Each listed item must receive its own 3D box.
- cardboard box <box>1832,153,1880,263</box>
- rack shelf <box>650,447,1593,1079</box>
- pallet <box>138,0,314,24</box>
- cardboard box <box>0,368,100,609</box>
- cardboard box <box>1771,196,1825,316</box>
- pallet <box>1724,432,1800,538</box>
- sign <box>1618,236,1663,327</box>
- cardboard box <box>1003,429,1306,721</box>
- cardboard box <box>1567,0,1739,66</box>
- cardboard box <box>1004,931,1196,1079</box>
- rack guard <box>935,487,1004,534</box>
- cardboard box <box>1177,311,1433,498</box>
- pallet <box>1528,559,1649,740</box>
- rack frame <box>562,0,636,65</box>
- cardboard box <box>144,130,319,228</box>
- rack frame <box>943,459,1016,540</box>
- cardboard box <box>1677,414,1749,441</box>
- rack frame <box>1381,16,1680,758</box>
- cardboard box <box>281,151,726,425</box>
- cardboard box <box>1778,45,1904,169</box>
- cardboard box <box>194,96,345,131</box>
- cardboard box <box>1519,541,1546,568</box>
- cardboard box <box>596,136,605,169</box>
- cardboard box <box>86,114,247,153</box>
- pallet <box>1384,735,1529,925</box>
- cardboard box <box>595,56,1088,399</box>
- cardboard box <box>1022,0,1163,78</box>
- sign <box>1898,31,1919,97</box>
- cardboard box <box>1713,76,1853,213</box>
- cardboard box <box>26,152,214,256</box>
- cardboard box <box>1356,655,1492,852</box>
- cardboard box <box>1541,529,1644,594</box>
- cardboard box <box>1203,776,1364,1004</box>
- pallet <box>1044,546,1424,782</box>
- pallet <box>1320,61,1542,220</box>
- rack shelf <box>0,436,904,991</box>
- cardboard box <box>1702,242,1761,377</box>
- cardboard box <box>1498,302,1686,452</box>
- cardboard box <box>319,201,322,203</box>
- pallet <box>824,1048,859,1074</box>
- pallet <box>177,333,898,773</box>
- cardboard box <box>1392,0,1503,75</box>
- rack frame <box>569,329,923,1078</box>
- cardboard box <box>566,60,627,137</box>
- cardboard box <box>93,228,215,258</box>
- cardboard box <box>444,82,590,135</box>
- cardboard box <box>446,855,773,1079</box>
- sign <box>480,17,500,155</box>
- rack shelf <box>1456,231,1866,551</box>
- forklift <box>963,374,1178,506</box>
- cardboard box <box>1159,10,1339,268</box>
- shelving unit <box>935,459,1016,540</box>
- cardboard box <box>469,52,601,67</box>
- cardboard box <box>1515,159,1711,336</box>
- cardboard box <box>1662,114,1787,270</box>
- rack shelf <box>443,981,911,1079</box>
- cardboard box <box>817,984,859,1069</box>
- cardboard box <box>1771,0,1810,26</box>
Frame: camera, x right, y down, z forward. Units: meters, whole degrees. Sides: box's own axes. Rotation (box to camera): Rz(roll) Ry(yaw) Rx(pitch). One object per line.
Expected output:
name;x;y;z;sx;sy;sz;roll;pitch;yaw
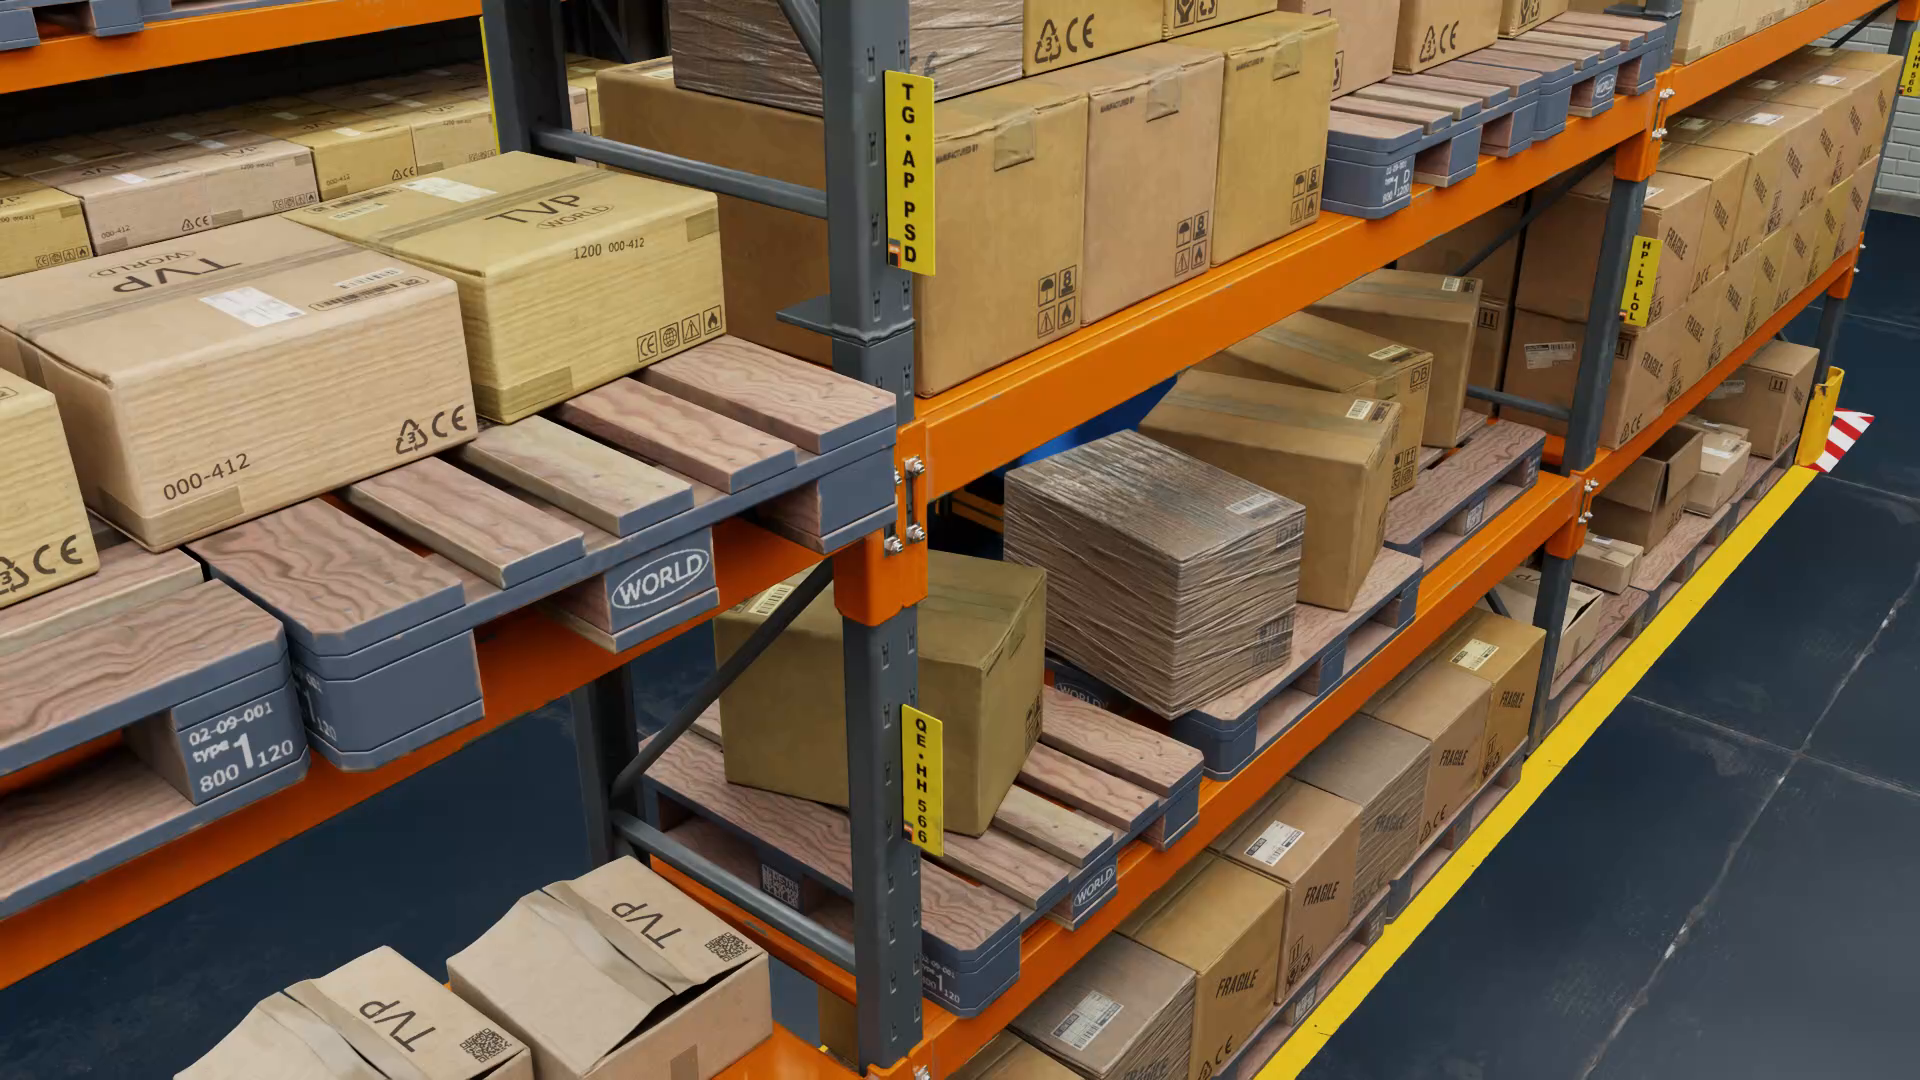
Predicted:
cardboard box;4.509;-1.809;8.874;0.500;0.500;0.500;22;35;36
rack shelf;0.768;0.444;5.411;1.077;0.370;4.000;21;34;34
pallet;-3.251;-2.503;7.265;1.003;0.211;1.213;23;35;37
cardboard box;-1.442;-0.051;2.026;0.500;0.250;0.500;20;33;33
cardboard box;3.861;-1.449;8.178;0.500;0.500;0.500;21;34;35
pallet;4.030;-0.455;9.400;1.003;0.211;1.213;21;34;34
sign;2.470;-0.938;6.039;0.100;0.325;0.005;21;34;34
cardboard box;0.538;0.078;4.770;0.500;0.500;0.700;-21;34;-34
cardboard box;2.540;-1.951;6.155;0.500;0.250;0.500;21;34;34
cardboard box;0.334;1.483;4.861;0.500;0.500;0.500;19;33;33
rack guard;0.096;-0.177;8.820;0.587;0.250;0.087;24;36;38
cardboard box;1.178;-0.451;5.792;0.500;0.500;0.700;-22;35;-36
pallet;2.478;0.410;7.727;1.003;0.211;1.213;21;34;34
rack frame;-1.785;-2.032;9.412;1.000;3.000;0.127;21;34;34
cardboard box;-3.185;-1.587;7.282;0.500;0.250;0.500;21;34;35
rack frame;0.097;-0.733;8.534;0.500;1.500;0.032;24;36;38
cardboard box;4.101;-0.558;9.169;0.380;0.166;0.250;21;34;34
rack frame;2.040;-0.585;6.616;1.000;3.000;0.127;21;34;34
cardboard box;-0.749;-0.442;2.781;0.500;0.250;0.500;18;32;31
cardboard box;4.513;-2.254;8.645;0.500;0.500;0.500;20;34;34
cardboard box;-3.256;-1.913;7.912;0.500;0.250;0.500;20;33;33
cardboard box;2.661;-0.137;8.198;0.500;0.311;0.500;21;34;34
cardboard box;-1.884;-1.980;8.858;0.500;0.500;0.500;20;33;34
cardboard box;-3.580;-1.732;7.563;0.500;0.250;0.500;20;33;33
pallet;1.552;0.953;6.678;1.003;0.211;1.213;21;34;34
cardboard box;-0.253;-0.708;3.481;0.910;0.500;0.500;21;34;34
cardboard box;0.102;-1.321;3.578;0.500;0.500;0.500;21;34;34
sign;5.000;-2.489;8.692;0.100;0.325;0.005;21;34;34
cardboard box;3.866;-1.889;7.940;0.500;0.500;0.500;22;34;36
cardboard box;-3.500;-1.408;6.937;0.500;0.250;0.500;20;34;34
cardboard box;1.626;0.761;6.255;0.500;0.500;0.500;21;34;35
cardboard box;3.016;0.083;7.930;0.380;0.166;0.250;21;34;34
cardboard box;0.985;1.120;5.562;0.500;0.500;0.500;19;33;33
pallet;0.729;0.228;5.255;1.003;0.211;1.213;21;34;34
pallet;0.914;-1.255;4.851;1.213;0.211;1.003;21;34;34
rack shelf;-1.776;0.529;1.980;1.077;0.370;4.000;21;34;34
cardboard box;3.218;-1.090;7.483;0.500;0.500;0.500;21;34;34
cardboard box;2.574;-0.731;6.789;0.500;0.500;0.500;22;34;36
cardboard box;-2.841;-1.442;7.818;0.500;0.500;0.500;22;34;36
pallet;0.000;1.818;5.006;1.003;0.211;1.213;21;34;34
pallet;-0.867;-0.149;2.714;1.213;0.211;1.003;23;35;37
cardboard box;1.255;-1.792;5.010;0.600;0.600;0.600;20;34;34
rack frame;-0.504;0.833;3.875;1.000;3.000;0.127;21;34;34
cardboard box;-1.885;-2.310;8.680;0.500;0.250;0.500;22;34;36
cardboard box;-3.482;-1.079;7.117;0.500;0.500;0.500;22;35;36
cardboard box;-2.217;-2.131;8.335;0.500;0.250;0.500;22;34;35
cardboard box;-0.769;0.989;3.671;0.500;0.311;0.500;23;35;37
sign;-0.922;-0.888;3.375;0.100;0.325;0.005;21;34;34
rack shelf;3.312;-0.975;8.152;1.077;0.370;4.000;21;34;34
forklift;1.200;-1.874;9.182;1.130;2.935;3.031;24;36;38
cardboard box;0.402;-1.073;4.187;0.910;0.500;0.500;21;34;34
shelving unit;-0.250;-0.567;8.214;0.587;1.500;1.083;24;36;38
cardboard box;-2.278;-2.463;8.976;0.500;0.250;0.500;22;35;36
cardboard box;2.557;-1.158;6.528;0.500;0.500;0.500;22;34;36
cardboard box;3.212;-1.524;7.234;0.500;0.500;0.500;20;33;33
rack shelf;-1.776;1.862;2.670;1.077;0.370;4.000;21;34;34
cardboard box;-0.091;1.348;5.122;0.500;0.500;0.500;22;35;36
cardboard box;3.180;-2.304;6.837;0.500;0.250;0.500;21;34;34
